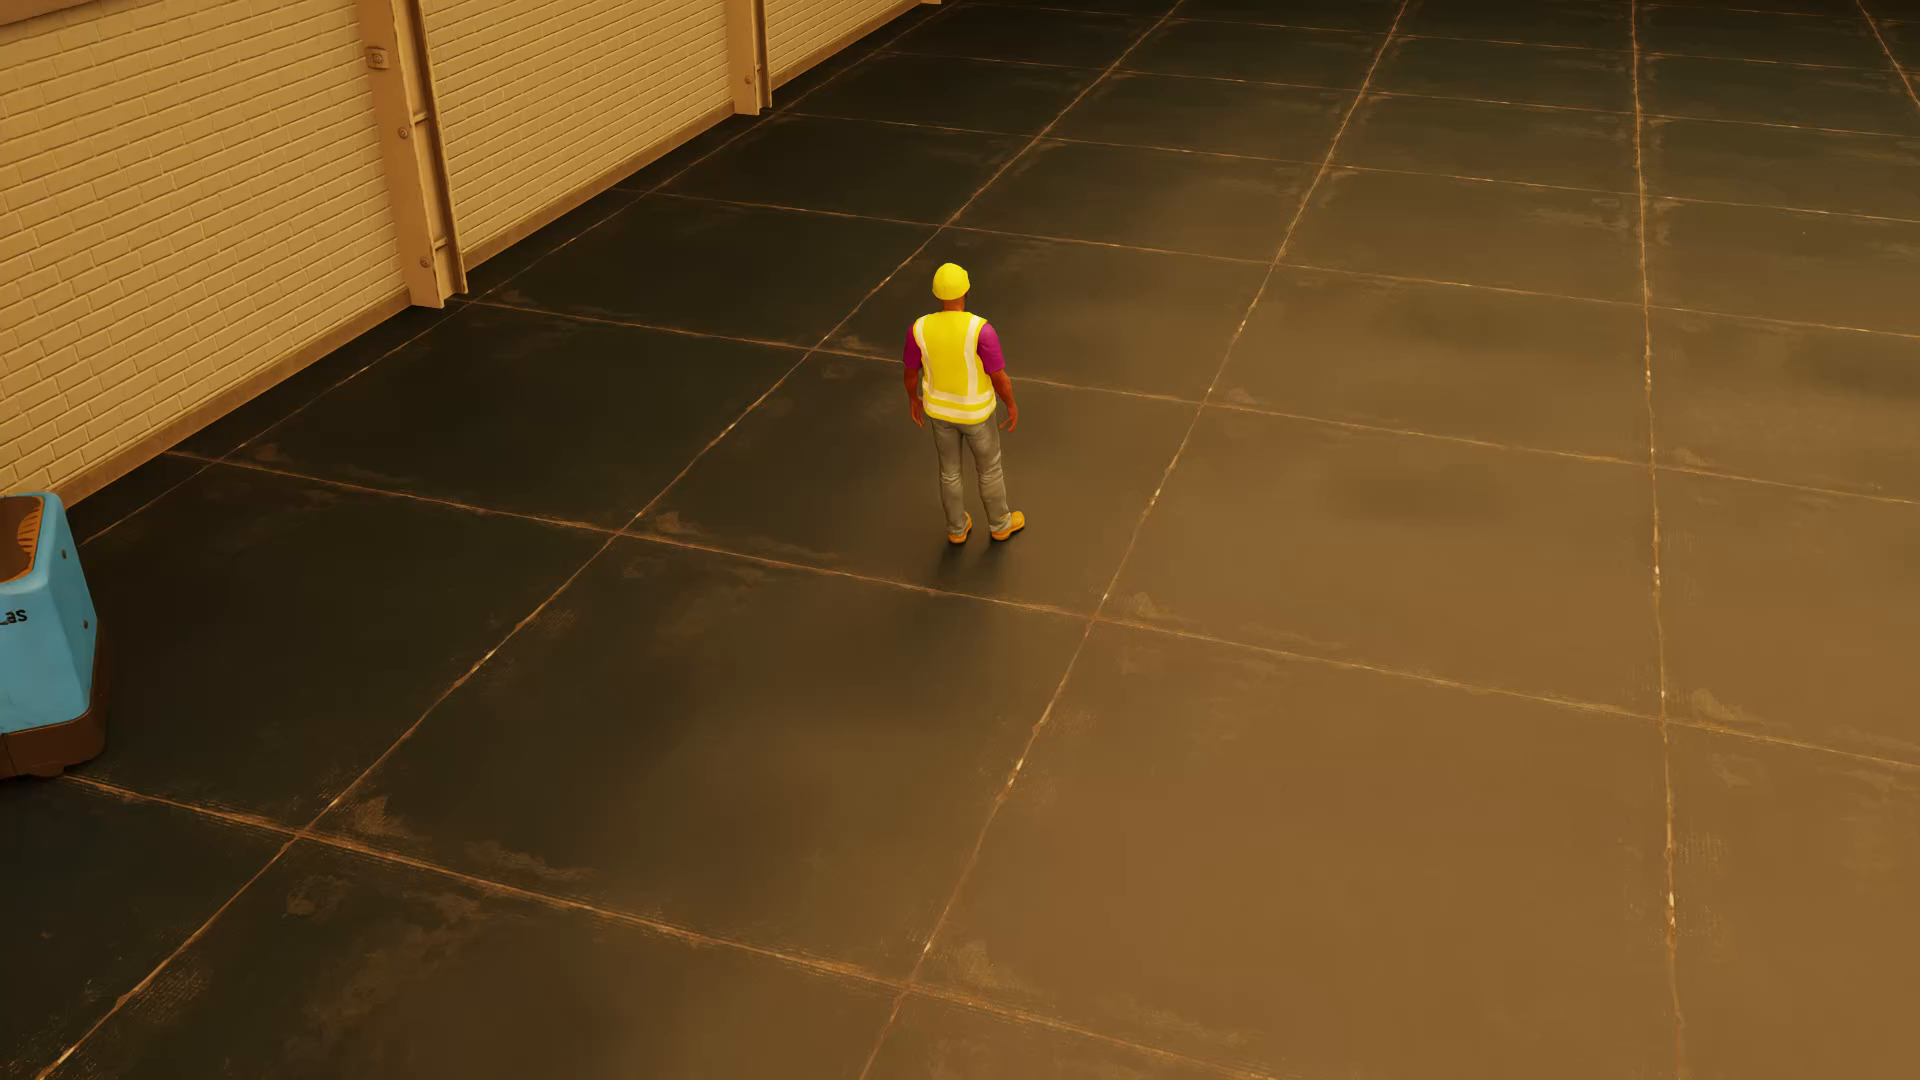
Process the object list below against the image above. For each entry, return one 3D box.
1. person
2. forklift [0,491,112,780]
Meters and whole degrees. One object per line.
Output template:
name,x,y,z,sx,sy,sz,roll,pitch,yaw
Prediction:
person,0.029,-0.805,9.710,0.665,1.765,0.577,10,31,16
forklift,-5.768,-0.114,7.336,3.031,2.935,1.130,-11,32,-19
